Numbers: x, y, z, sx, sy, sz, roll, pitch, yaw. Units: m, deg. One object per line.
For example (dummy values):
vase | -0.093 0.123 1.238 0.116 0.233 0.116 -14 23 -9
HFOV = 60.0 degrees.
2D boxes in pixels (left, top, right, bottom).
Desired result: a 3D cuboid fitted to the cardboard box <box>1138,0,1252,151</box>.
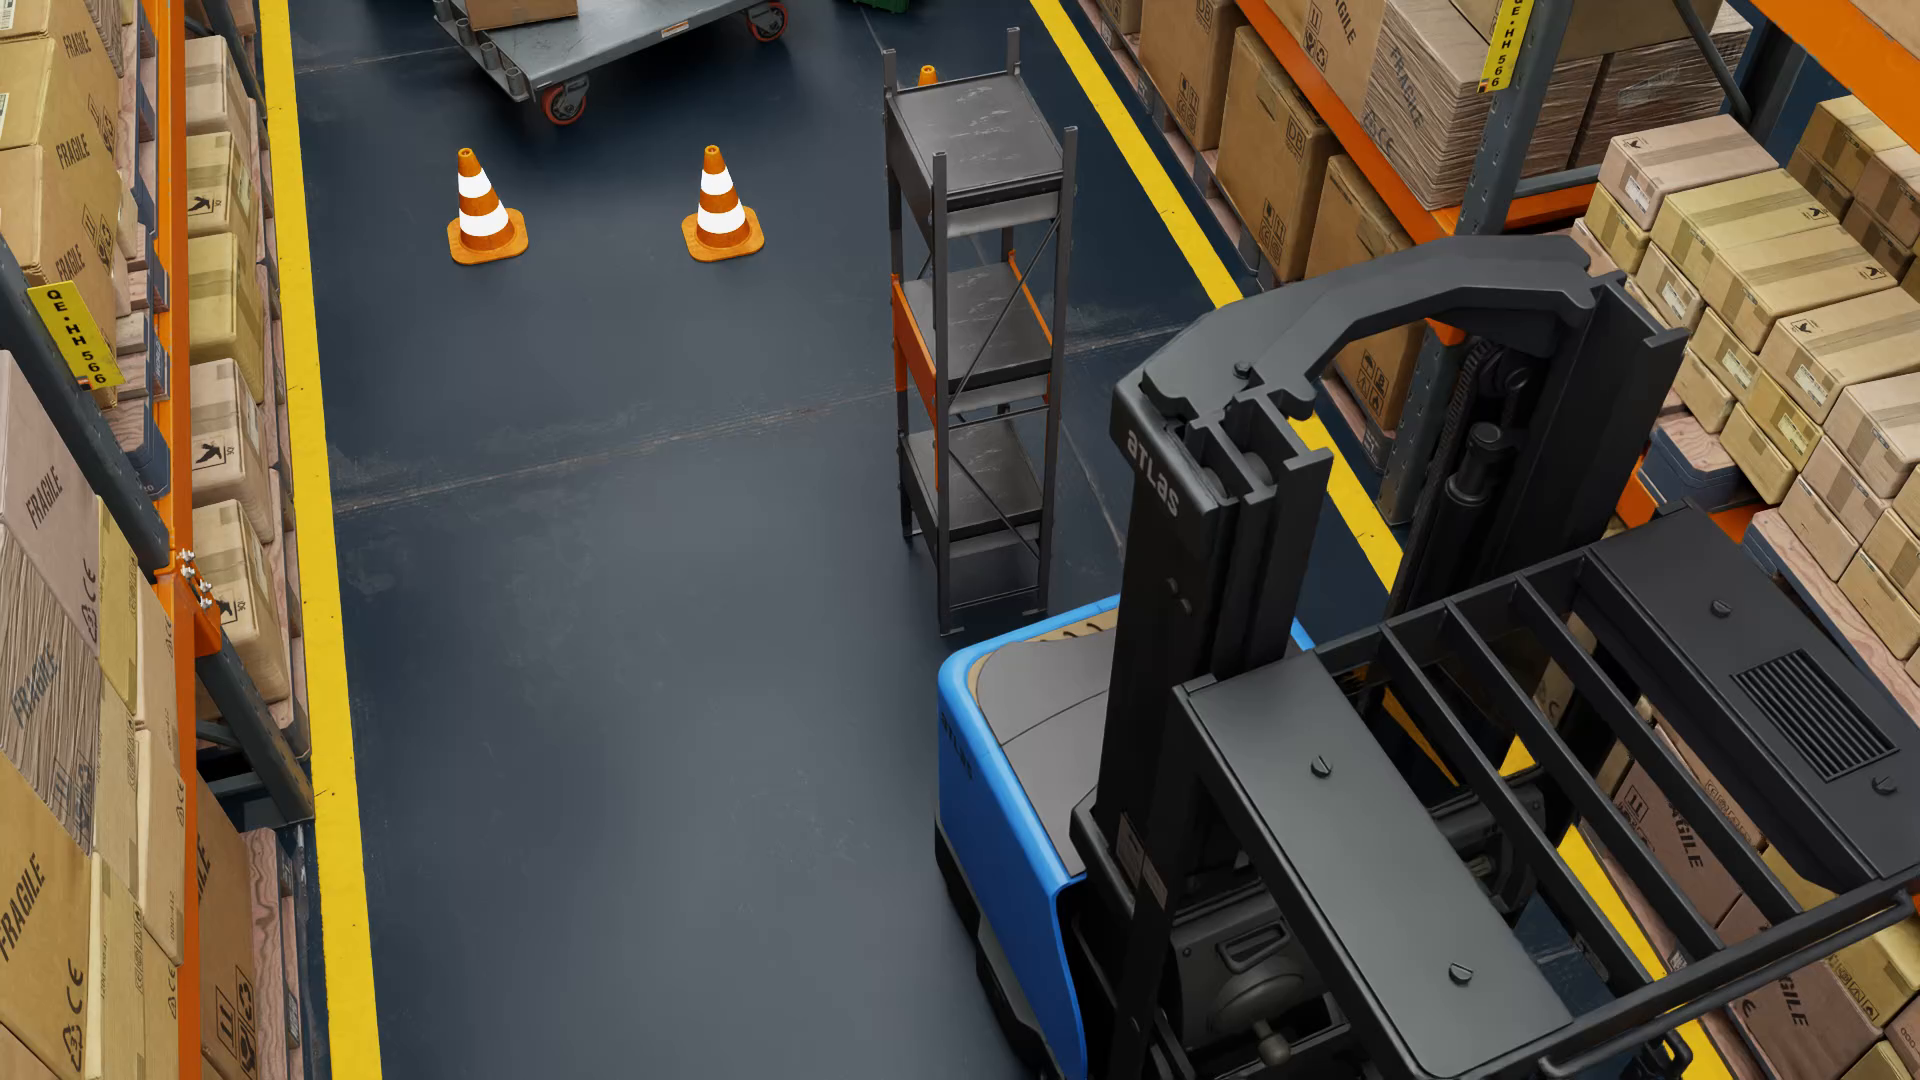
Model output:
cardboard box | 1.451 -2.364 7.478 1.050 0.750 0.750 -13 51 -11

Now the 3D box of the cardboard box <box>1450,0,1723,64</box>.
cardboard box | 1.959 -1.856 5.133 0.700 0.500 0.500 -14 51 -11

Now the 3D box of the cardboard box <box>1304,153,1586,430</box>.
cardboard box | 1.989 -1.046 6.367 1.050 0.750 0.750 -14 51 -11

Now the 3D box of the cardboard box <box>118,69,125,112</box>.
cardboard box | -2.966 -1.503 5.445 0.380 0.149 0.250 -12 51 -10

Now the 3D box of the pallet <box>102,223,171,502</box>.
pallet | -2.929 -0.413 4.761 1.213 0.211 1.003 -13 51 -11

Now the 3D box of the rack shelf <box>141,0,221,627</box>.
rack shelf | -3.207 -1.207 5.776 1.077 0.370 4.000 -13 51 -11

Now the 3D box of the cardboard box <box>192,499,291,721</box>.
cardboard box | -2.774 0.319 5.463 0.950 0.372 0.625 -16 52 -13

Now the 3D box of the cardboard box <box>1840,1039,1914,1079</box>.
cardboard box | 2.655 1.562 4.331 0.500 0.500 0.500 -14 51 -12

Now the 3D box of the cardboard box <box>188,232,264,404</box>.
cardboard box | -3.218 -0.774 6.384 0.950 0.372 0.625 -12 51 -10

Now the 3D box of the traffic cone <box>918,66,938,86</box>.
traffic cone | -0.146 -1.954 7.594 0.336 0.463 0.334 -13 51 -11

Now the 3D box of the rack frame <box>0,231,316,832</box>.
rack frame | -2.616 0.022 4.269 1.000 3.000 0.127 -13 51 -11

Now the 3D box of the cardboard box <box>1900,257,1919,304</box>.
cardboard box | 2.825 -0.677 4.554 0.380 0.149 0.250 -12 51 -10

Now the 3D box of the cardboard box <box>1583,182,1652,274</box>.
cardboard box | 2.034 -0.923 4.761 0.380 0.149 0.250 -11 51 -9

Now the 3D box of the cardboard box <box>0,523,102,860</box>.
cardboard box | -2.054 0.359 3.266 0.500 0.500 0.500 -13 51 -10

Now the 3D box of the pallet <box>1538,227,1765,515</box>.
pallet | 2.395 -0.613 4.930 1.213 0.211 1.003 -13 51 -11

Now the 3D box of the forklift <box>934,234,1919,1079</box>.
forklift | 0.973 0.958 3.525 1.130 2.935 3.031 -18 52 -15

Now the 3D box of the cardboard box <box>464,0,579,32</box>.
cardboard box | -2.107 -2.762 7.756 0.500 0.500 0.500 -13 51 -11

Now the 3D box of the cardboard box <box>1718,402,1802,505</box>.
cardboard box | 2.263 -0.263 4.400 0.380 0.149 0.250 -11 51 -9

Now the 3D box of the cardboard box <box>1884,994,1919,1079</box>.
cardboard box | 2.665 1.314 4.050 0.500 0.250 0.500 -11 51 -9

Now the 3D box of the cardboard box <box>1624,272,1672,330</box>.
cardboard box | 2.101 -0.657 4.732 0.380 0.149 0.250 -11 51 -9

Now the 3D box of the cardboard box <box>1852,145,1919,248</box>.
cardboard box | 2.738 -0.979 4.614 0.380 0.149 0.250 -14 51 -11

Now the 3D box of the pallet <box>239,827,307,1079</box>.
pallet | -2.455 1.514 4.836 1.003 0.211 1.213 -13 51 -11

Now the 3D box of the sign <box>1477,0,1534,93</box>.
sign | 1.554 -1.416 4.725 0.100 0.325 0.005 -13 51 -11

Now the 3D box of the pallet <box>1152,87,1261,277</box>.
pallet | 1.564 -1.754 7.591 1.003 0.211 1.213 -13 51 -11

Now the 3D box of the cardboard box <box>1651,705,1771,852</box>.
cardboard box | 2.339 0.551 4.694 0.500 0.250 0.500 -13 51 -11

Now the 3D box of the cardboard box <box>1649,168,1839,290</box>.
cardboard box | 2.116 -0.840 4.497 0.380 0.149 0.250 -15 51 -12

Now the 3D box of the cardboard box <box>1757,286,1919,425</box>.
cardboard box | 2.262 -0.466 4.182 0.380 0.149 0.250 -15 52 -12

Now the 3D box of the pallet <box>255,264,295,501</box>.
pallet | -3.203 -0.540 6.567 1.003 0.211 1.213 -13 51 -11

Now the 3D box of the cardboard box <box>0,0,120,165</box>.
cardboard box | -2.852 -1.388 4.923 0.500 0.500 0.500 -13 51 -10

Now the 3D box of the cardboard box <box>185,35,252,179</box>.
cardboard box | -3.641 -1.805 7.254 0.950 0.372 0.625 -13 51 -11

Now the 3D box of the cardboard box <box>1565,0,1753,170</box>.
cardboard box | 2.208 -1.592 5.565 0.500 0.500 0.500 -13 51 -11

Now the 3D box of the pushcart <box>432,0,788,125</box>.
pushcart | -1.636 -2.606 8.200 1.648 0.377 0.936 -30 56 -23

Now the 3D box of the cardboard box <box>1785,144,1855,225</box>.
cardboard box | 2.664 -1.063 4.880 0.380 0.149 0.250 -12 51 -10

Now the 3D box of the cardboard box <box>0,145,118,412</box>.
cardboard box | -2.528 -0.622 4.278 0.500 0.500 0.500 -15 51 -12

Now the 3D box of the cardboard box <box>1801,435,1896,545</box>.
cardboard box | 2.346 -0.165 4.122 0.380 0.149 0.250 -13 51 -11

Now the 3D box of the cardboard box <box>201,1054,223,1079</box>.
cardboard box | -2.231 1.747 3.930 0.875 0.875 0.875 -13 51 -11

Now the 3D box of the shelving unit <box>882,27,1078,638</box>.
shelving unit | 0.049 -0.556 5.345 0.431 2.100 0.503 -13 51 -11

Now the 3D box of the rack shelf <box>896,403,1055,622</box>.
rack shelf | 0.049 -0.096 5.891 0.431 0.518 0.480 -13 51 -11

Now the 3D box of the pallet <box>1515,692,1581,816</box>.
pallet | 2.312 0.299 5.860 1.003 0.211 1.213 -13 51 -11

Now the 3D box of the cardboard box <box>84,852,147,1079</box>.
cardboard box | -1.904 0.949 3.260 0.500 0.250 0.500 -15 51 -12

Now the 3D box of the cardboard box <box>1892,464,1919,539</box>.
cardboard box | 2.425 -0.076 3.853 0.380 0.149 0.250 -12 51 -10

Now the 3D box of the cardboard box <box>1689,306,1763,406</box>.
cardboard box | 2.198 -0.531 4.431 0.380 0.149 0.250 -15 51 -12

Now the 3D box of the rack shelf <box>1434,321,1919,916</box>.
rack shelf | 2.674 0.522 4.319 1.077 0.370 4.000 -13 51 -11

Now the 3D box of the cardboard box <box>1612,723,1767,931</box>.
cardboard box | 2.357 0.814 4.962 0.500 0.500 0.500 -14 51 -12

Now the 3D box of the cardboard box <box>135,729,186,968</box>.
cardboard box | -2.052 0.751 3.753 0.500 0.250 0.500 -12 51 -10

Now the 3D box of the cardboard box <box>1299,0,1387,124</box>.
cardboard box | 1.547 -1.836 5.771 0.500 0.500 0.500 -13 51 -11

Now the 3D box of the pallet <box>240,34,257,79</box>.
pallet | -4.031 -2.483 8.205 1.003 0.211 1.213 -13 51 -11

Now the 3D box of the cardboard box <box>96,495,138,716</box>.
cardboard box | -2.230 0.206 3.886 0.500 0.250 0.500 -13 51 -11

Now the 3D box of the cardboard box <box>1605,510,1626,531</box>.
cardboard box | 2.055 -0.184 5.313 0.500 0.250 0.500 -15 52 -13

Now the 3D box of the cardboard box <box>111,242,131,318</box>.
cardboard box | -2.623 -0.736 4.798 0.380 0.149 0.250 -16 52 -13

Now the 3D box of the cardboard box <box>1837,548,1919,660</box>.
cardboard box | 2.416 0.115 4.081 0.380 0.149 0.250 -13 51 -10

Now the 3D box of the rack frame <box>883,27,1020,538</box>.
rack frame | -0.023 -0.734 5.496 0.400 2.100 0.015 -13 51 -11

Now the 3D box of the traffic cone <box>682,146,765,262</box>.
traffic cone | -1.054 -1.507 7.218 0.336 0.463 0.334 -13 51 -11
